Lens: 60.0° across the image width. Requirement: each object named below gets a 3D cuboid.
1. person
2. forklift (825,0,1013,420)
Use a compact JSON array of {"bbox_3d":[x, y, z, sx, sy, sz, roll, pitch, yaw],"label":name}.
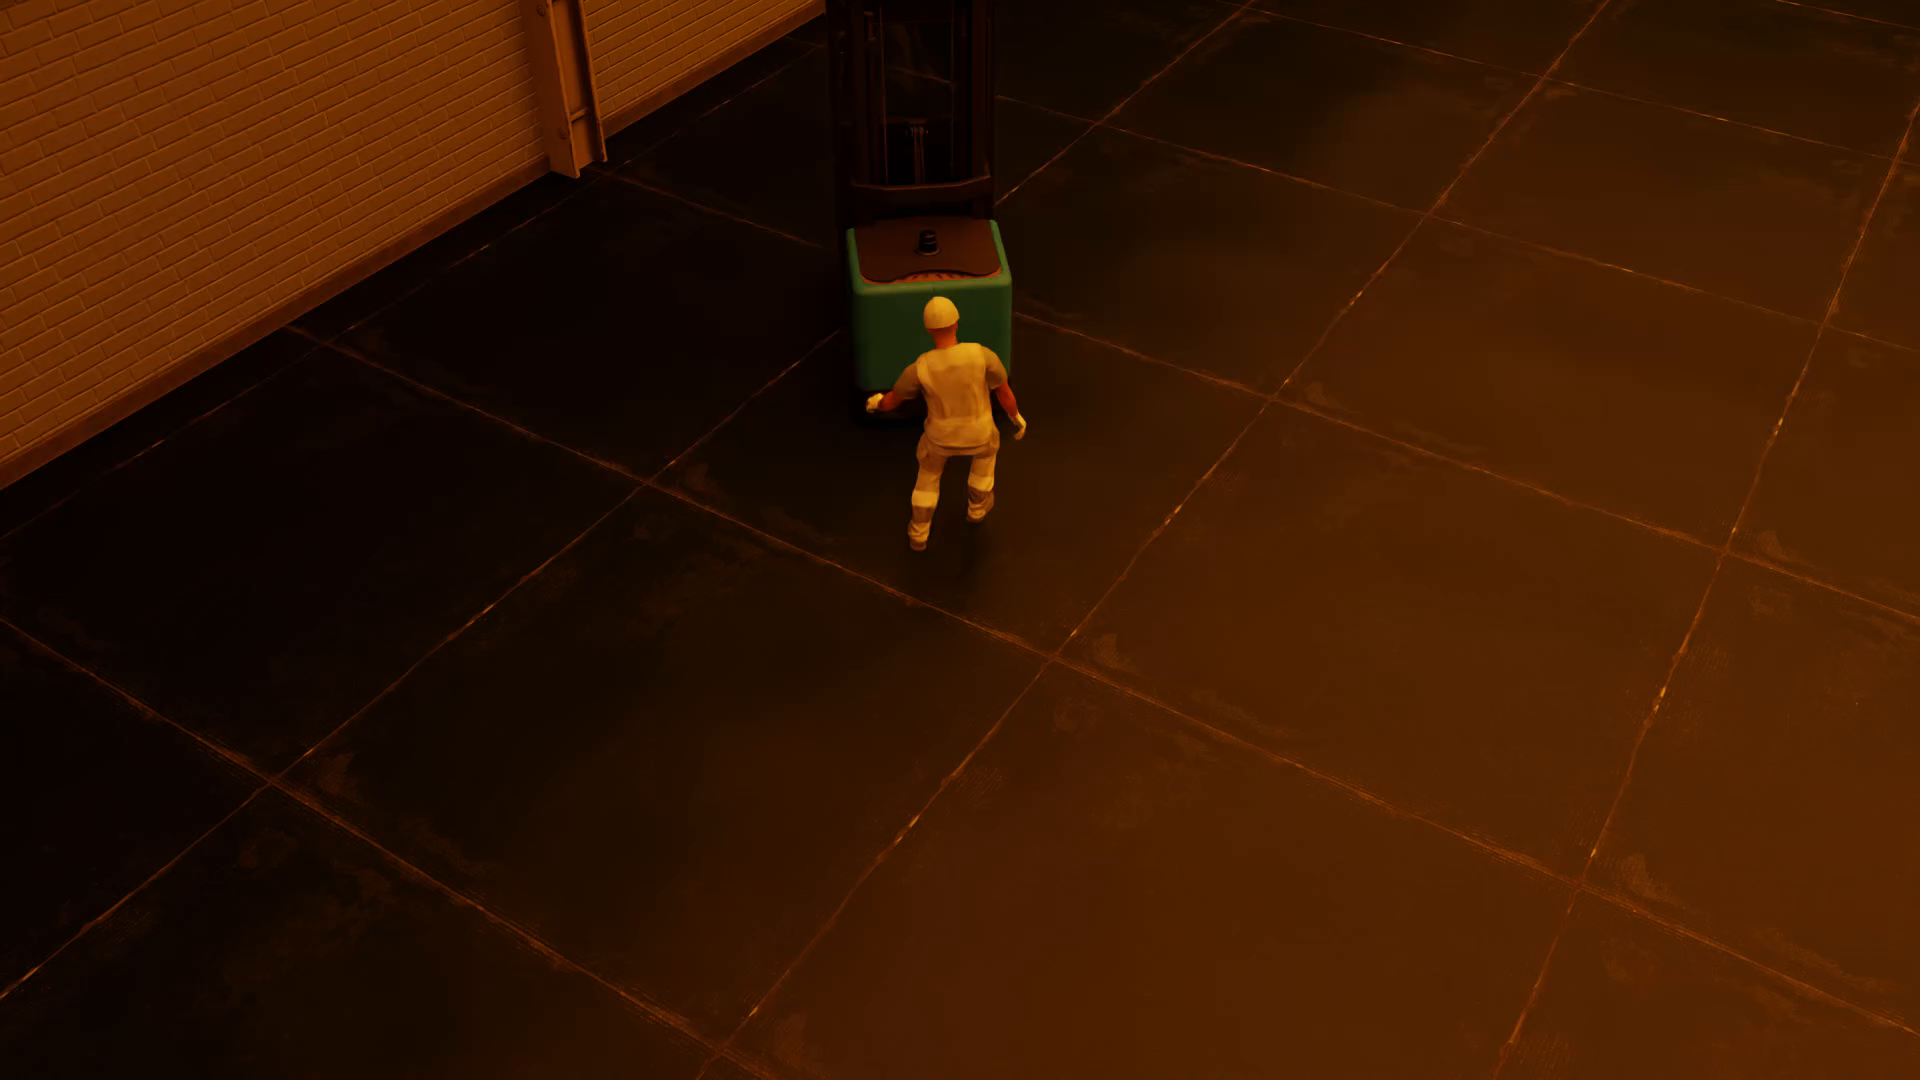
[{"bbox_3d":[-0.083,-0.716,9.833,0.941,1.685,0.540,-3,40,-3],"label":"person"},{"bbox_3d":[-0.341,-2.863,11.345,1.130,2.935,3.031,-4,40,-5],"label":"forklift"}]
